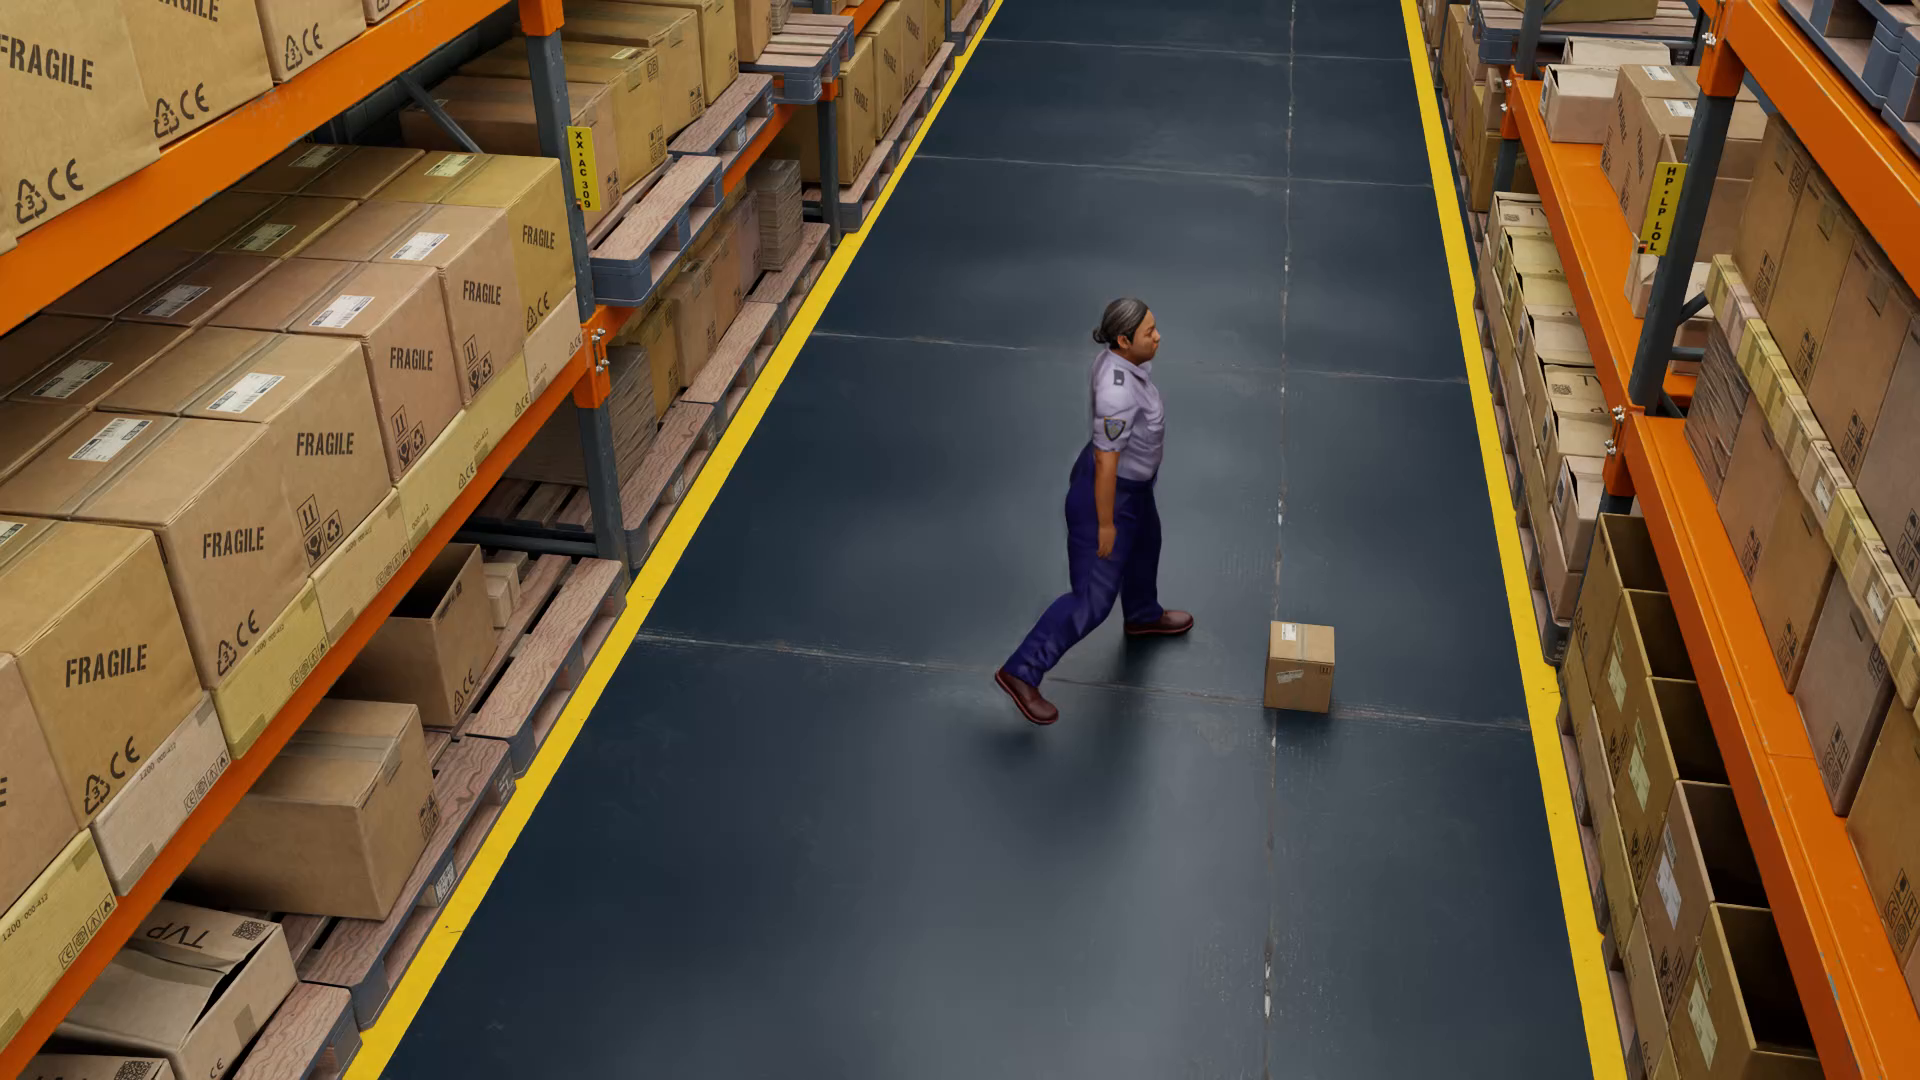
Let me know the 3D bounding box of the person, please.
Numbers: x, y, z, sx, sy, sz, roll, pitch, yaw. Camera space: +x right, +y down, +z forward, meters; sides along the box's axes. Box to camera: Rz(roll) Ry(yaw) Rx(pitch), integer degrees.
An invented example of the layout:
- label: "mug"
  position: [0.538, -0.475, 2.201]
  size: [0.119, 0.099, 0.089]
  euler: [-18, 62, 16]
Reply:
- label: "person"
  position: [0.558, -0.136, 6.366]
  size: [0.788, 1.616, 0.846]
  euler: [4, 33, 5]
